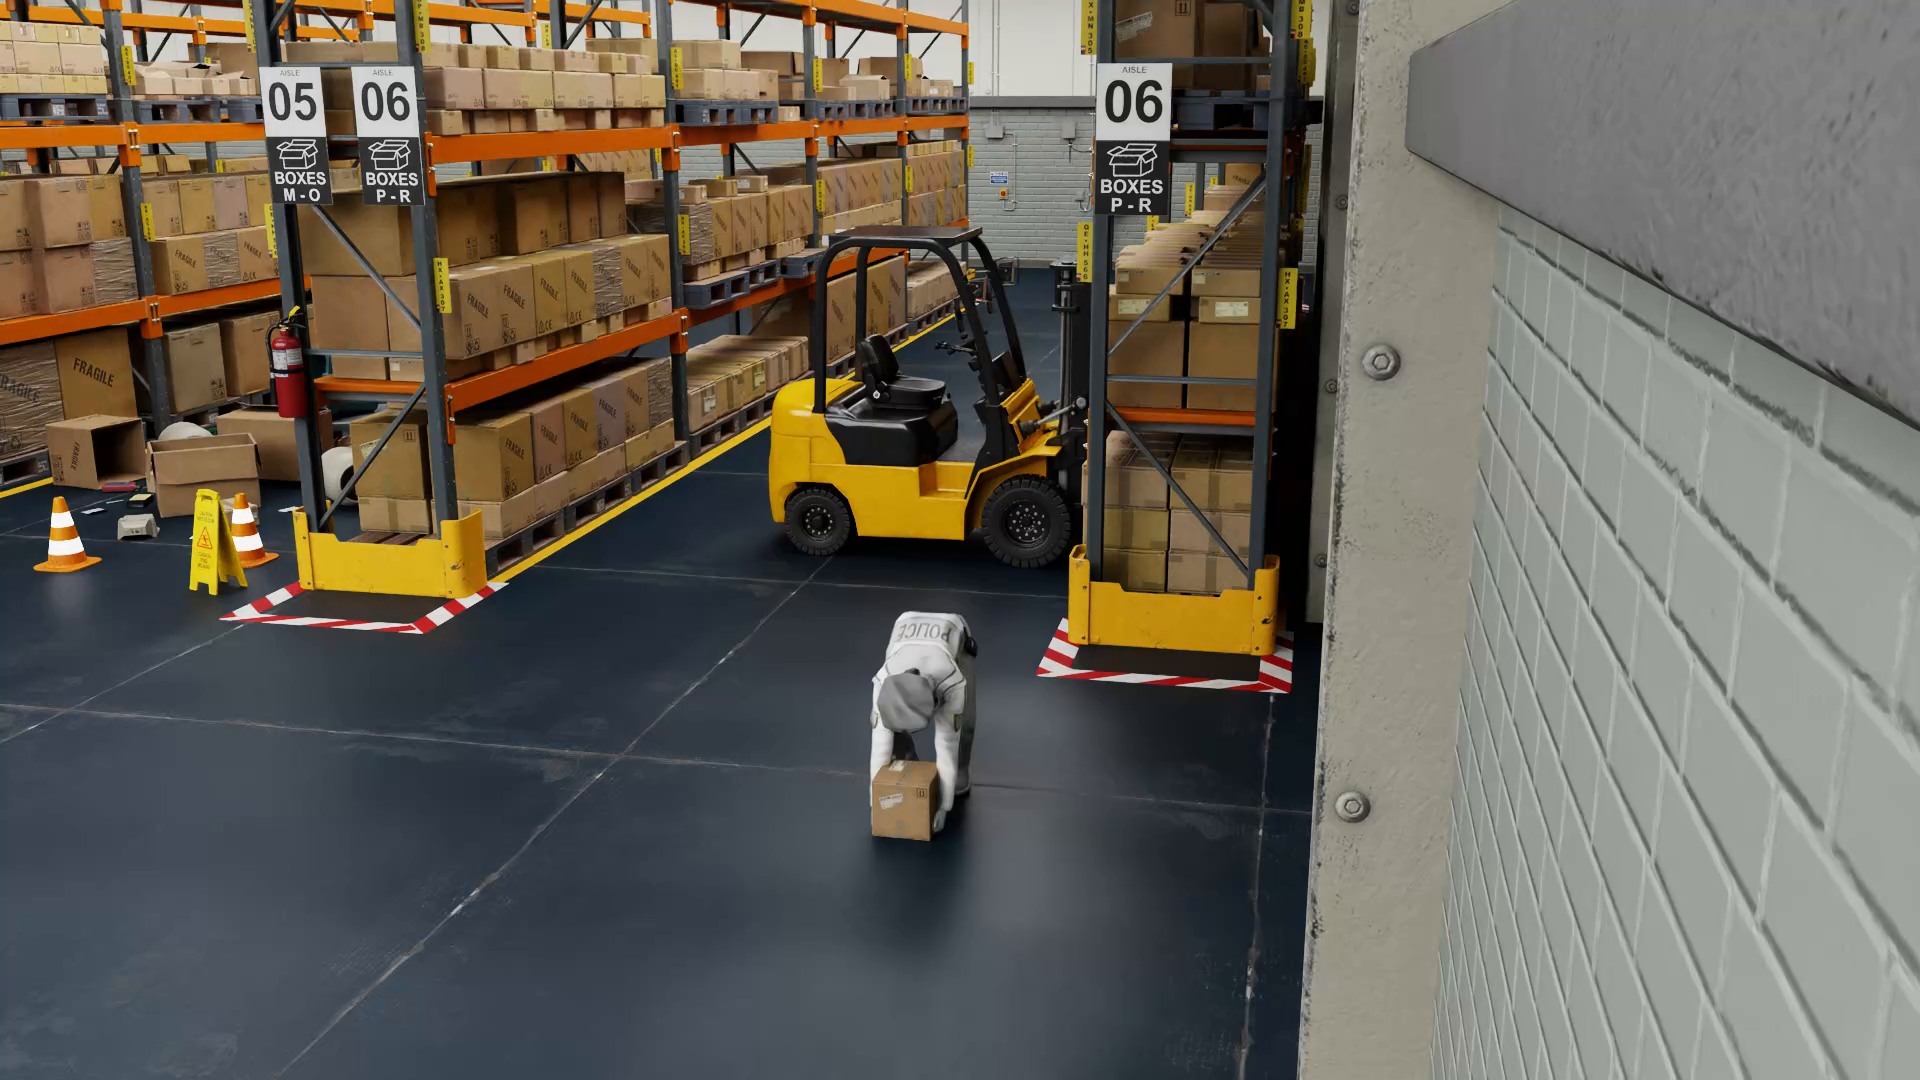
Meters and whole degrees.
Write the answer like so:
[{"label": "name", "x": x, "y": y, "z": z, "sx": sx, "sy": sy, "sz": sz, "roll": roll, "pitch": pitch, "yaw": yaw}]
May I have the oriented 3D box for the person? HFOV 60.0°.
[{"label": "person", "x": -0.161, "y": 0.780, "z": 7.306, "sx": 0.467, "sy": 0.813, "sz": 0.903, "roll": 2, "pitch": 15, "yaw": 9}]
